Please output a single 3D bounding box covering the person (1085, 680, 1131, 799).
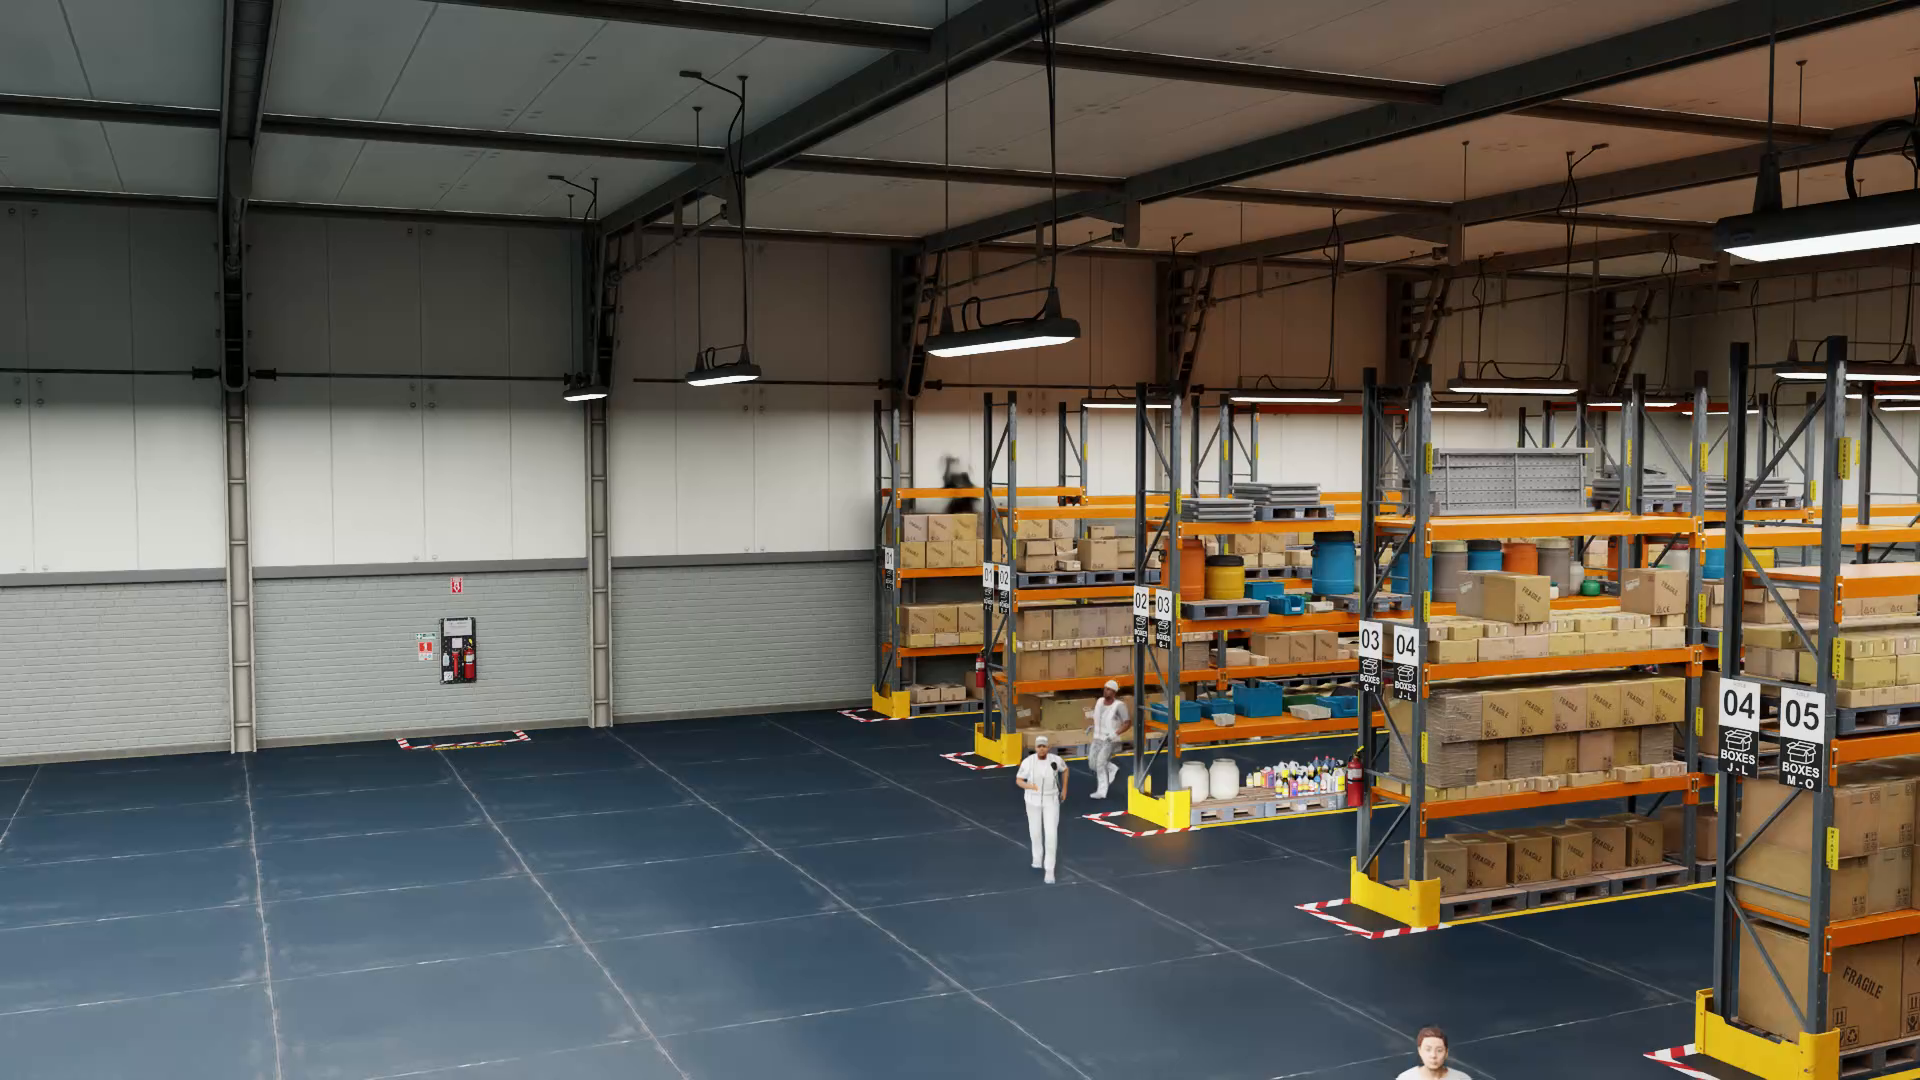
[{"bbox_3d":[2.192,2.902,24.229,0.649,1.734,0.680,-3,4,-42],"label":"person"}]

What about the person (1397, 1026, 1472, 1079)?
[{"bbox_3d":[2.856,3.748,9.981,0.543,1.634,0.621,1,4,19],"label":"person"}]

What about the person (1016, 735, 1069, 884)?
[{"bbox_3d":[0.981,3.179,19.836,0.615,1.735,0.784,0,3,6],"label":"person"}]
